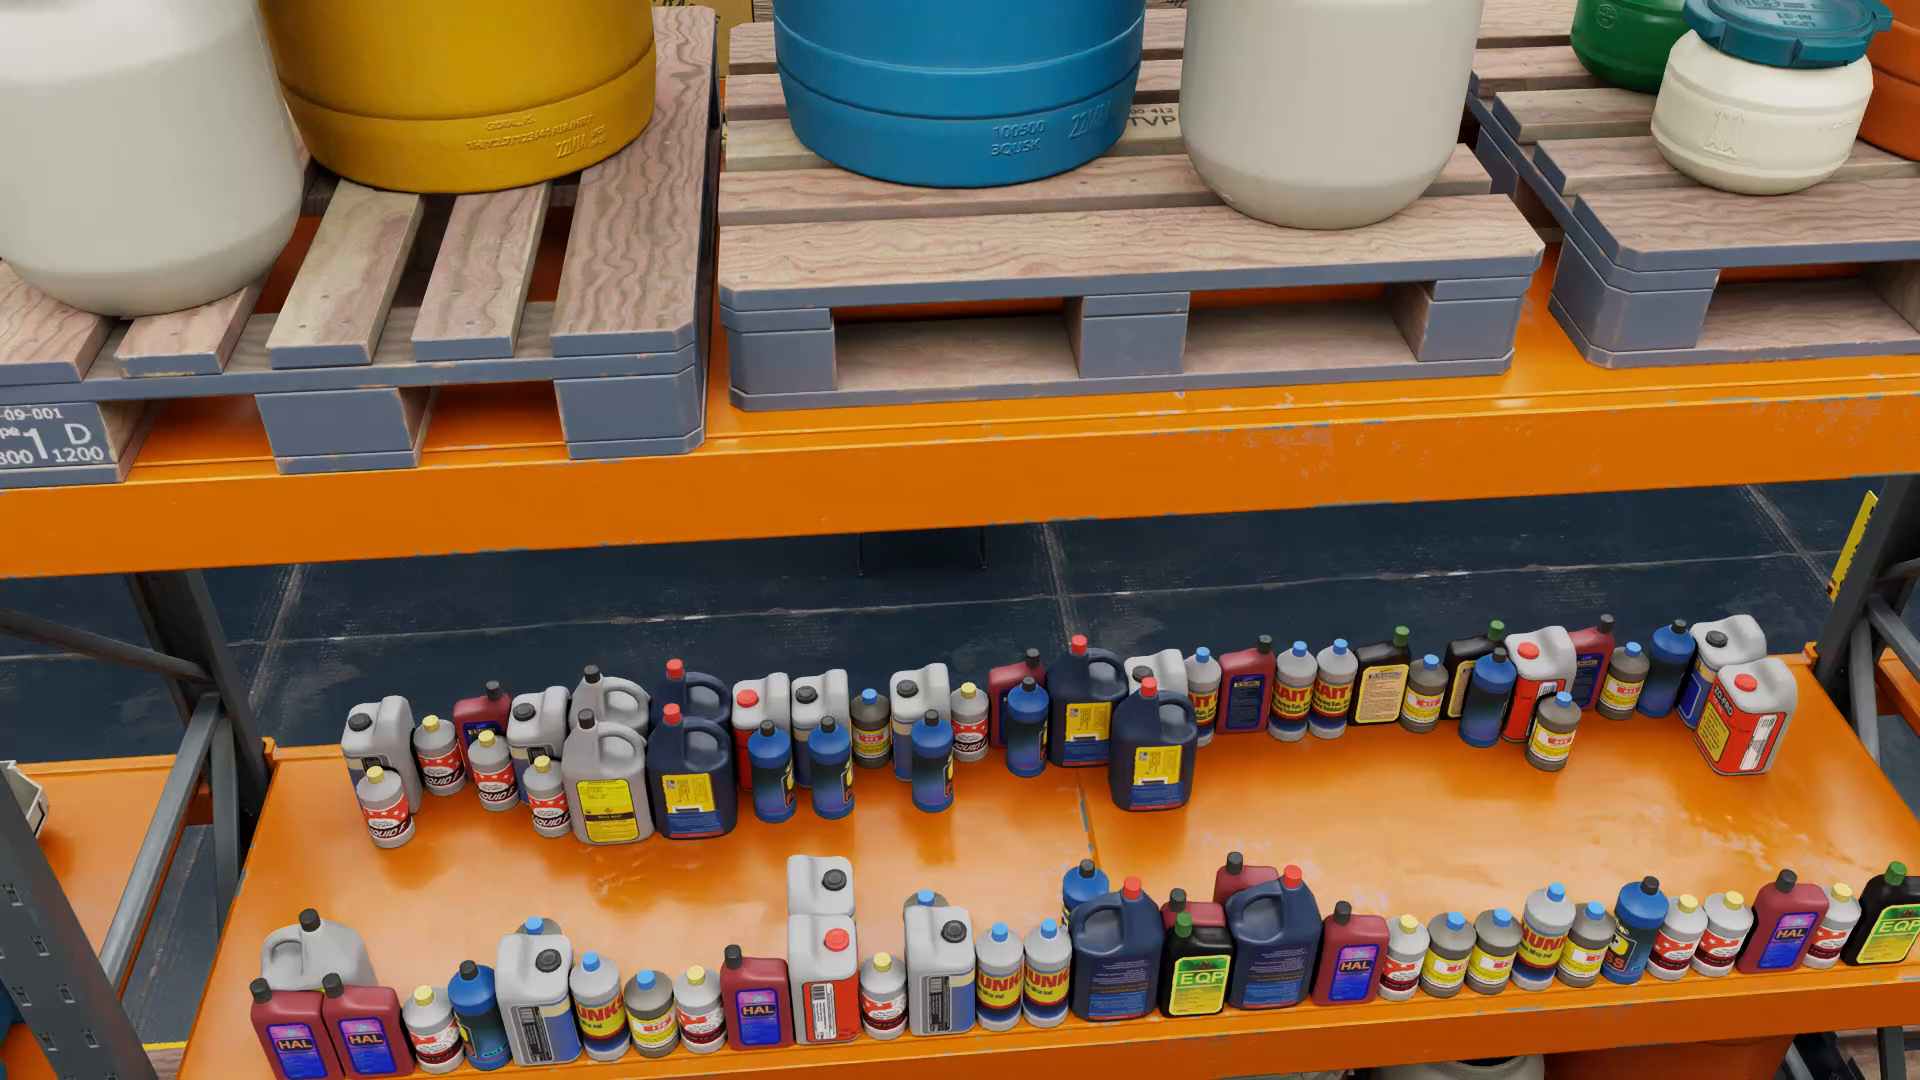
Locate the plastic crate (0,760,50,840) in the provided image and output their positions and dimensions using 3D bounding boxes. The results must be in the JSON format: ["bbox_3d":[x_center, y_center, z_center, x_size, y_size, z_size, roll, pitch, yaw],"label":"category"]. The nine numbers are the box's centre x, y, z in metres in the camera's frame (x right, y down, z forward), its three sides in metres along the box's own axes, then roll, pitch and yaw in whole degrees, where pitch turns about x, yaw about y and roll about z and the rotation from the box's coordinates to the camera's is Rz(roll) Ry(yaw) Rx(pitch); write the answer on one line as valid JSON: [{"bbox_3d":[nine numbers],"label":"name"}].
[{"bbox_3d":[-2.165,0.676,3.637,0.243,0.136,0.396,-3,38,-4],"label":"plastic crate"}]

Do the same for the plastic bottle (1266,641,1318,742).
[{"bbox_3d":[0.798,0.354,3.984,0.097,0.271,0.097,0,38,0],"label":"plastic bottle"}]

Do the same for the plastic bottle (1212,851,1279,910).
[{"bbox_3d":[0.595,0.754,3.467,0.133,0.283,0.061,-3,38,-4],"label":"plastic bottle"}]

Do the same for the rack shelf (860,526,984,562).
[{"bbox_3d":[-0.165,-0.255,6.530,0.480,0.518,0.431,-3,38,-4],"label":"rack shelf"}]

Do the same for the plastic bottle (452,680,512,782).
[{"bbox_3d":[-1.098,0.442,3.862,0.133,0.283,0.061,-3,38,-4],"label":"plastic bottle"}]

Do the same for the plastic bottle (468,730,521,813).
[{"bbox_3d":[-1.073,0.522,3.827,0.097,0.201,0.097,0,38,0],"label":"plastic bottle"}]

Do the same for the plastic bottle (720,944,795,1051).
[{"bbox_3d":[-0.401,0.898,3.284,0.133,0.283,0.061,-3,38,-4],"label":"plastic bottle"}]

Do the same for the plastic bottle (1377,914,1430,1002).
[{"bbox_3d":[0.906,0.847,3.415,0.097,0.201,0.097,0,38,0],"label":"plastic bottle"}]

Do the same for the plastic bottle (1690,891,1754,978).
[{"bbox_3d":[1.584,0.810,3.462,0.097,0.201,0.097,0,38,0],"label":"plastic bottle"}]

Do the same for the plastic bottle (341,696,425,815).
[{"bbox_3d":[-1.324,0.486,3.813,0.135,0.276,0.152,-3,38,-4],"label":"plastic bottle"}]

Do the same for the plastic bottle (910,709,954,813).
[{"bbox_3d":[-0.064,0.496,3.804,0.097,0.271,0.097,0,38,0],"label":"plastic bottle"}]

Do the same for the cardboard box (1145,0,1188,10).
[{"bbox_3d":[0.891,-2.453,7.356,0.500,0.500,0.500,-3,38,-4],"label":"cardboard box"}]

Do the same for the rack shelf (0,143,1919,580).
[{"bbox_3d":[0.304,-0.347,2.927,4.000,0.370,1.077,-3,38,-4],"label":"rack shelf"}]

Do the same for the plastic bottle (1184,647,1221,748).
[{"bbox_3d":[0.568,0.367,3.968,0.097,0.271,0.097,0,38,0],"label":"plastic bottle"}]

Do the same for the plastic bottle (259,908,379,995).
[{"bbox_3d":[-1.269,0.856,3.283,0.185,0.351,0.144,-3,38,-4],"label":"plastic bottle"}]

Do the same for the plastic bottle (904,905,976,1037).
[{"bbox_3d":[-0.040,0.853,3.347,0.135,0.276,0.152,-3,38,-4],"label":"plastic bottle"}]

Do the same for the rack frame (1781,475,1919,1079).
[{"bbox_3d":[2.296,0.439,3.772,0.127,3.000,1.000,-3,38,-4],"label":"rack frame"}]

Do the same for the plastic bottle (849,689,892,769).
[{"bbox_3d":[-0.211,0.437,3.935,0.097,0.201,0.097,0,38,0],"label":"plastic bottle"}]

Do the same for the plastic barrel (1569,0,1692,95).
[{"bbox_3d":[1.220,-0.926,2.867,0.294,0.245,0.294,0,38,0],"label":"plastic barrel"}]

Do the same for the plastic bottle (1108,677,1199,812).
[{"bbox_3d":[0.443,0.451,3.796,0.185,0.351,0.144,-3,38,-4],"label":"plastic bottle"}]

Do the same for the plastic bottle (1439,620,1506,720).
[{"bbox_3d":[1.238,0.314,4.025,0.133,0.283,0.061,-3,38,-4],"label":"plastic bottle"}]

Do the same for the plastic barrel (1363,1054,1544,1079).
[{"bbox_3d":[1.256,1.374,4.256,0.421,0.512,0.421,0,38,0],"label":"plastic barrel"}]

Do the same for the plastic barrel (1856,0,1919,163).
[{"bbox_3d":[1.730,-1.043,2.543,0.708,0.830,0.600,-3,38,-4],"label":"plastic barrel"}]

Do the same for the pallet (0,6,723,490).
[{"bbox_3d":[-0.916,-0.548,2.754,1.003,0.211,1.213,-3,38,-4],"label":"pallet"}]

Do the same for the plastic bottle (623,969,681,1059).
[{"bbox_3d":[-0.614,0.931,3.309,0.097,0.201,0.097,0,38,0],"label":"plastic bottle"}]

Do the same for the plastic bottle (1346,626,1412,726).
[{"bbox_3d":[1.008,0.326,4.009,0.133,0.283,0.061,-3,38,-4],"label":"plastic bottle"}]

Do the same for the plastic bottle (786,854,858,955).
[{"bbox_3d":[-0.285,0.772,3.450,0.135,0.276,0.152,-3,38,-4],"label":"plastic bottle"}]

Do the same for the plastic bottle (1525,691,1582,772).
[{"bbox_3d":[1.405,0.442,3.928,0.097,0.201,0.097,0,38,0],"label":"plastic bottle"}]

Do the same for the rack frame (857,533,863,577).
[{"bbox_3d":[-0.408,-0.802,6.071,0.015,2.100,0.400,-3,38,-4],"label":"rack frame"}]

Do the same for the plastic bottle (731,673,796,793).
[{"bbox_3d":[-0.458,0.438,3.873,0.135,0.276,0.152,-3,38,-4],"label":"plastic bottle"}]

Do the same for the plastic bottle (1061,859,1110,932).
[{"bbox_3d":[0.259,0.766,3.462,0.097,0.271,0.097,0,38,0],"label":"plastic bottle"}]

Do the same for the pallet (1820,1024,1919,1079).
[{"bbox_3d":[3.071,1.515,4.659,1.213,0.211,1.003,-3,38,-4],"label":"pallet"}]

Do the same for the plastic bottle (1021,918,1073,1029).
[{"bbox_3d":[0.175,0.860,3.342,0.097,0.271,0.097,0,38,0],"label":"plastic bottle"}]

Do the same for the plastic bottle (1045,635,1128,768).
[{"bbox_3d":[0.295,0.365,3.906,0.185,0.351,0.144,-3,38,-4],"label":"plastic bottle"}]

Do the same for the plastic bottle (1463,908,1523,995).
[{"bbox_3d":[1.100,0.837,3.428,0.097,0.201,0.097,0,38,0],"label":"plastic bottle"}]

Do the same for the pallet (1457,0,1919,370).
[{"bbox_3d":[1.525,-0.683,2.925,1.213,0.211,1.003,-3,38,-4],"label":"pallet"}]

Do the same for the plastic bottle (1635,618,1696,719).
[{"bbox_3d":[1.718,0.303,4.048,0.097,0.271,0.097,0,38,0],"label":"plastic bottle"}]

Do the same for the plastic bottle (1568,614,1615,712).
[{"bbox_3d":[1.505,0.299,4.044,0.133,0.283,0.061,-3,38,-4],"label":"plastic bottle"}]

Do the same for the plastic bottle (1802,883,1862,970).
[{"bbox_3d":[1.814,0.797,3.478,0.097,0.201,0.097,0,38,0],"label":"plastic bottle"}]

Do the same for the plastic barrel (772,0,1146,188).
[{"bbox_3d":[-0.002,-1.069,2.518,0.708,0.901,0.600,-3,38,-4],"label":"plastic barrel"}]

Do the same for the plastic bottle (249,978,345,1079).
[{"bbox_3d":[-1.285,0.947,3.222,0.133,0.283,0.061,-3,38,-4],"label":"plastic bottle"}]

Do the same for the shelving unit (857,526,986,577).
[{"bbox_3d":[-0.165,-0.815,6.088,0.503,2.100,0.431,-3,38,-4],"label":"shelving unit"}]

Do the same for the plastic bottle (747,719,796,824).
[{"bbox_3d":[-0.429,0.516,3.778,0.097,0.271,0.097,0,38,0],"label":"plastic bottle"}]

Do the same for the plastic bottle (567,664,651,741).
[{"bbox_3d":[-0.802,0.425,3.829,0.185,0.351,0.144,-3,38,-4],"label":"plastic bottle"}]

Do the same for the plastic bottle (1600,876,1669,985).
[{"bbox_3d":[1.390,0.793,3.427,0.097,0.271,0.097,0,38,0],"label":"plastic bottle"}]

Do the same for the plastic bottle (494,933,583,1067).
[{"bbox_3d":[-0.829,0.897,3.292,0.135,0.276,0.152,-3,38,-4],"label":"plastic bottle"}]

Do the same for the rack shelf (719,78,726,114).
[{"bbox_3d":[-0.135,-2.225,7.729,4.000,0.370,1.077,-3,38,-4],"label":"rack shelf"}]

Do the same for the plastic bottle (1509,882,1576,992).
[{"bbox_3d":[1.197,0.804,3.413,0.097,0.271,0.097,0,38,0],"label":"plastic bottle"}]

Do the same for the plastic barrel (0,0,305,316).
[{"bbox_3d":[-1.142,-0.612,2.233,0.433,0.535,0.433,0,38,0],"label":"plastic barrel"}]

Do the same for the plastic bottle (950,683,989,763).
[{"bbox_3d":[0.020,0.424,3.951,0.097,0.201,0.097,0,38,0],"label":"plastic bottle"}]

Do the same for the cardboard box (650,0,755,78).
[{"bbox_3d":[-1.146,-2.336,7.208,0.500,0.500,0.500,-3,38,-4],"label":"cardboard box"}]

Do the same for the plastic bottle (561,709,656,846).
[{"bbox_3d":[-0.789,0.514,3.716,0.185,0.351,0.144,-3,38,-4],"label":"plastic bottle"}]

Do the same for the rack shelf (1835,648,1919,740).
[{"bbox_3d":[4.288,0.612,4.134,4.000,0.370,1.077,-3,38,-4],"label":"rack shelf"}]

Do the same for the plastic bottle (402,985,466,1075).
[{"bbox_3d":[-1.039,0.954,3.279,0.097,0.201,0.097,0,38,0],"label":"plastic bottle"}]

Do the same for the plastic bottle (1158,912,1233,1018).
[{"bbox_3d":[0.475,0.850,3.345,0.133,0.283,0.061,-3,38,-4],"label":"plastic bottle"}]
